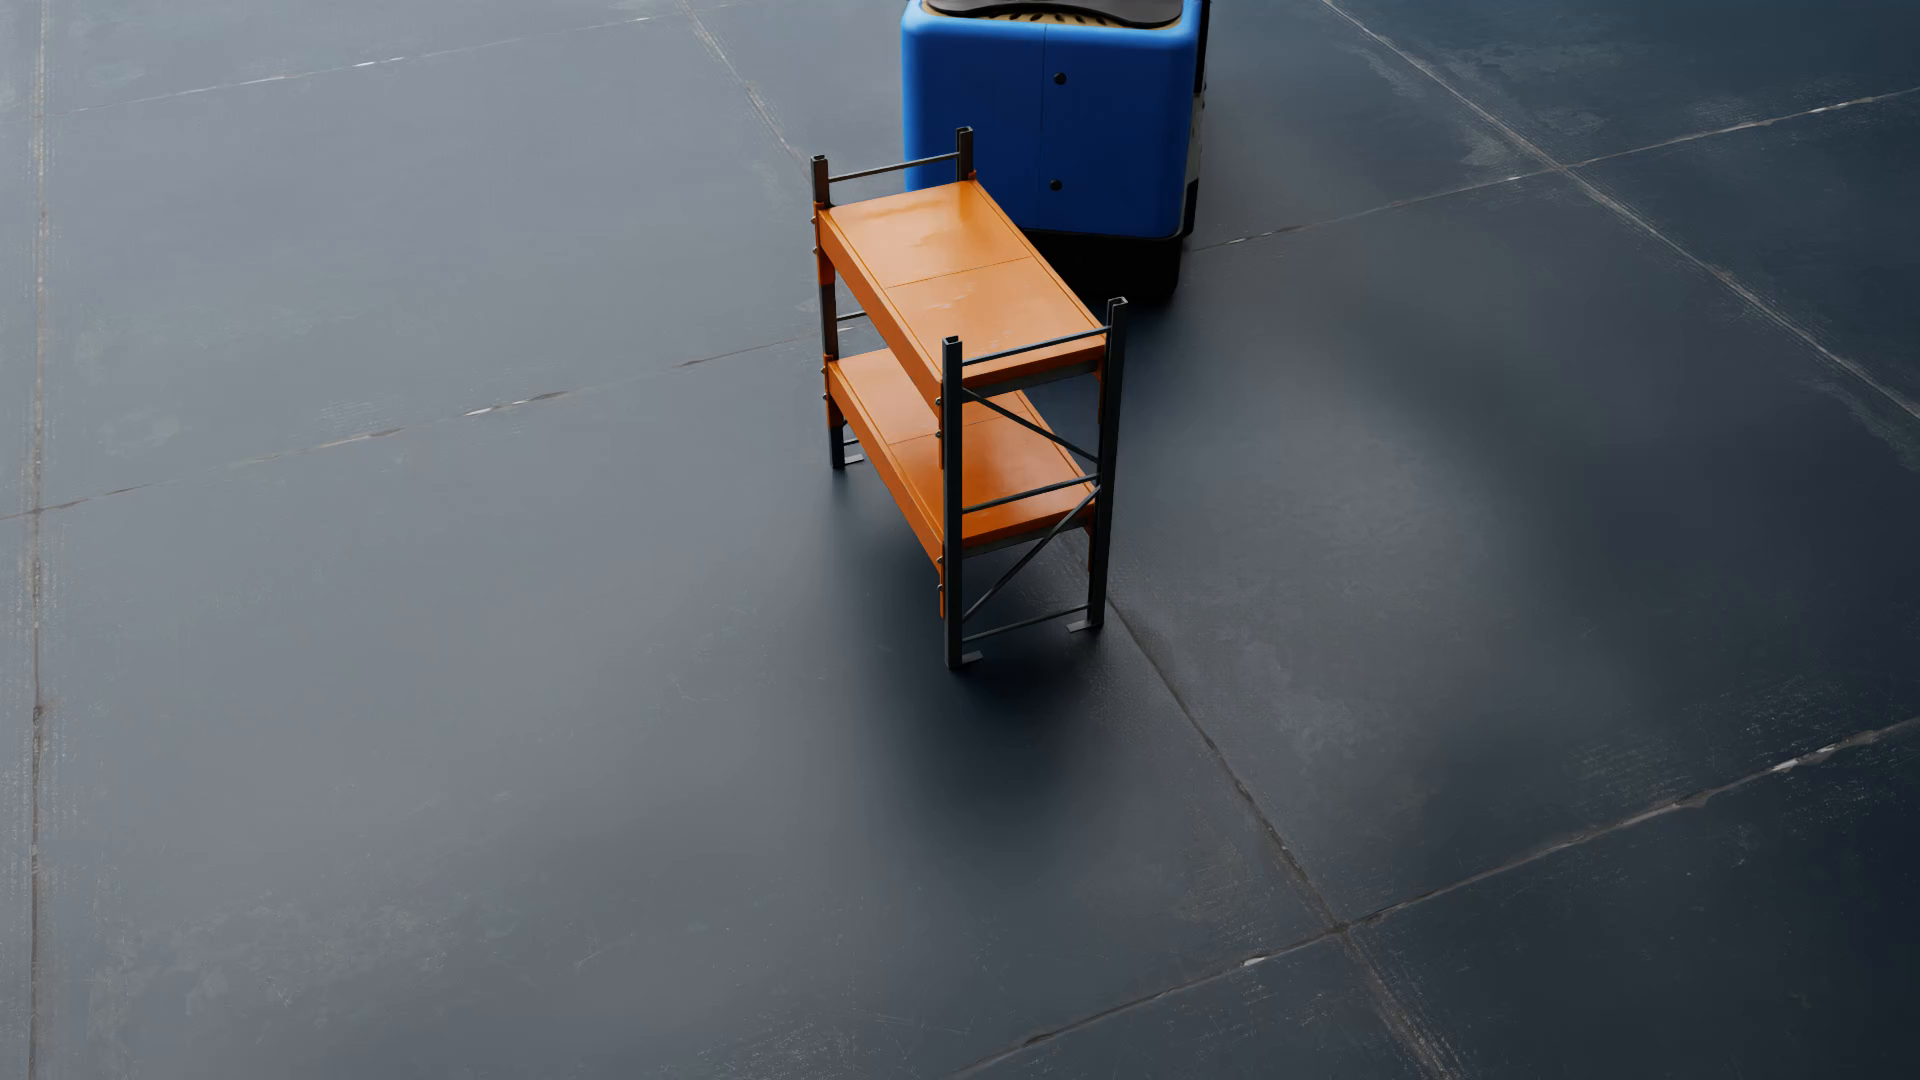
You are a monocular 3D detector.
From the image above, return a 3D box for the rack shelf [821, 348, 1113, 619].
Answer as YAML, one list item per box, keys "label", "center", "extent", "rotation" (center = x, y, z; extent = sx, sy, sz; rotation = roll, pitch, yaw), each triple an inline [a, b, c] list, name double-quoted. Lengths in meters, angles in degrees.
- label: "rack shelf"
  center: [-0.003, -0.245, 5.047]
  extent: [0.538, 0.278, 1.000]
  rotation: [-15, 43, -17]

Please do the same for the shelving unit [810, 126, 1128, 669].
- label: "shelving unit"
  center: [-0.003, -0.431, 4.888]
  extent: [0.538, 1.125, 1.048]
  rotation: [-15, 43, -17]

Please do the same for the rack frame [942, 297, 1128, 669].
- label: "rack frame"
  center: [0.192, -0.124, 4.532]
  extent: [0.500, 1.125, 0.032]
  rotation: [-15, 43, -17]

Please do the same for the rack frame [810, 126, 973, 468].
- label: "rack frame"
  center: [-0.197, -0.737, 5.244]
  extent: [0.500, 1.125, 0.032]
  rotation: [-15, 43, -17]

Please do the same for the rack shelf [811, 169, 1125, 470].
- label: "rack shelf"
  center: [-0.003, -0.652, 4.697]
  extent: [0.538, 0.278, 1.000]
  rotation: [-15, 43, -17]

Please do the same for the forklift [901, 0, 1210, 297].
- label: "forklift"
  center: [0.516, -2.981, 6.469]
  extent: [1.130, 2.935, 3.031]
  rotation: [6, 41, 7]
